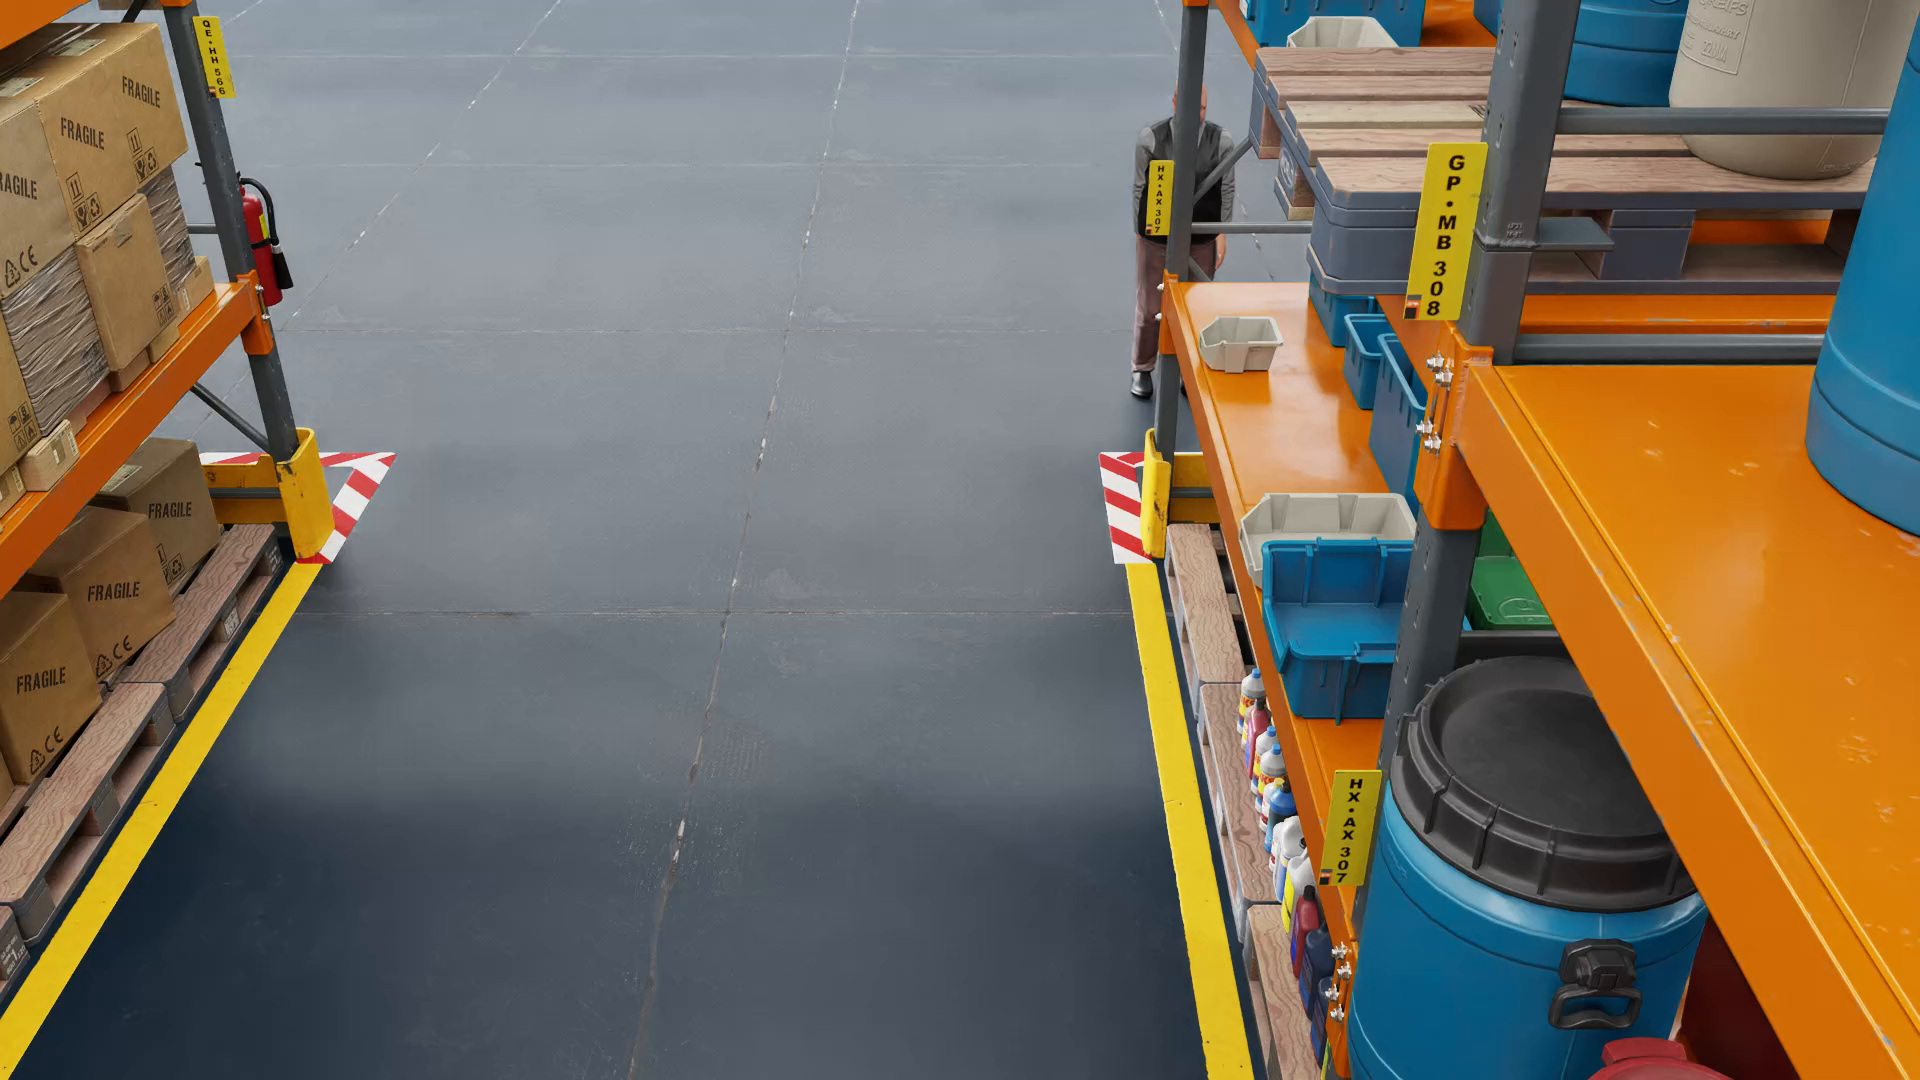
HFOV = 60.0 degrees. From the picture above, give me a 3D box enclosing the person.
[{"bbox_3d":[1.164,-1.580,8.768,0.534,1.714,0.355,0,31,1],"label":"person"}]
